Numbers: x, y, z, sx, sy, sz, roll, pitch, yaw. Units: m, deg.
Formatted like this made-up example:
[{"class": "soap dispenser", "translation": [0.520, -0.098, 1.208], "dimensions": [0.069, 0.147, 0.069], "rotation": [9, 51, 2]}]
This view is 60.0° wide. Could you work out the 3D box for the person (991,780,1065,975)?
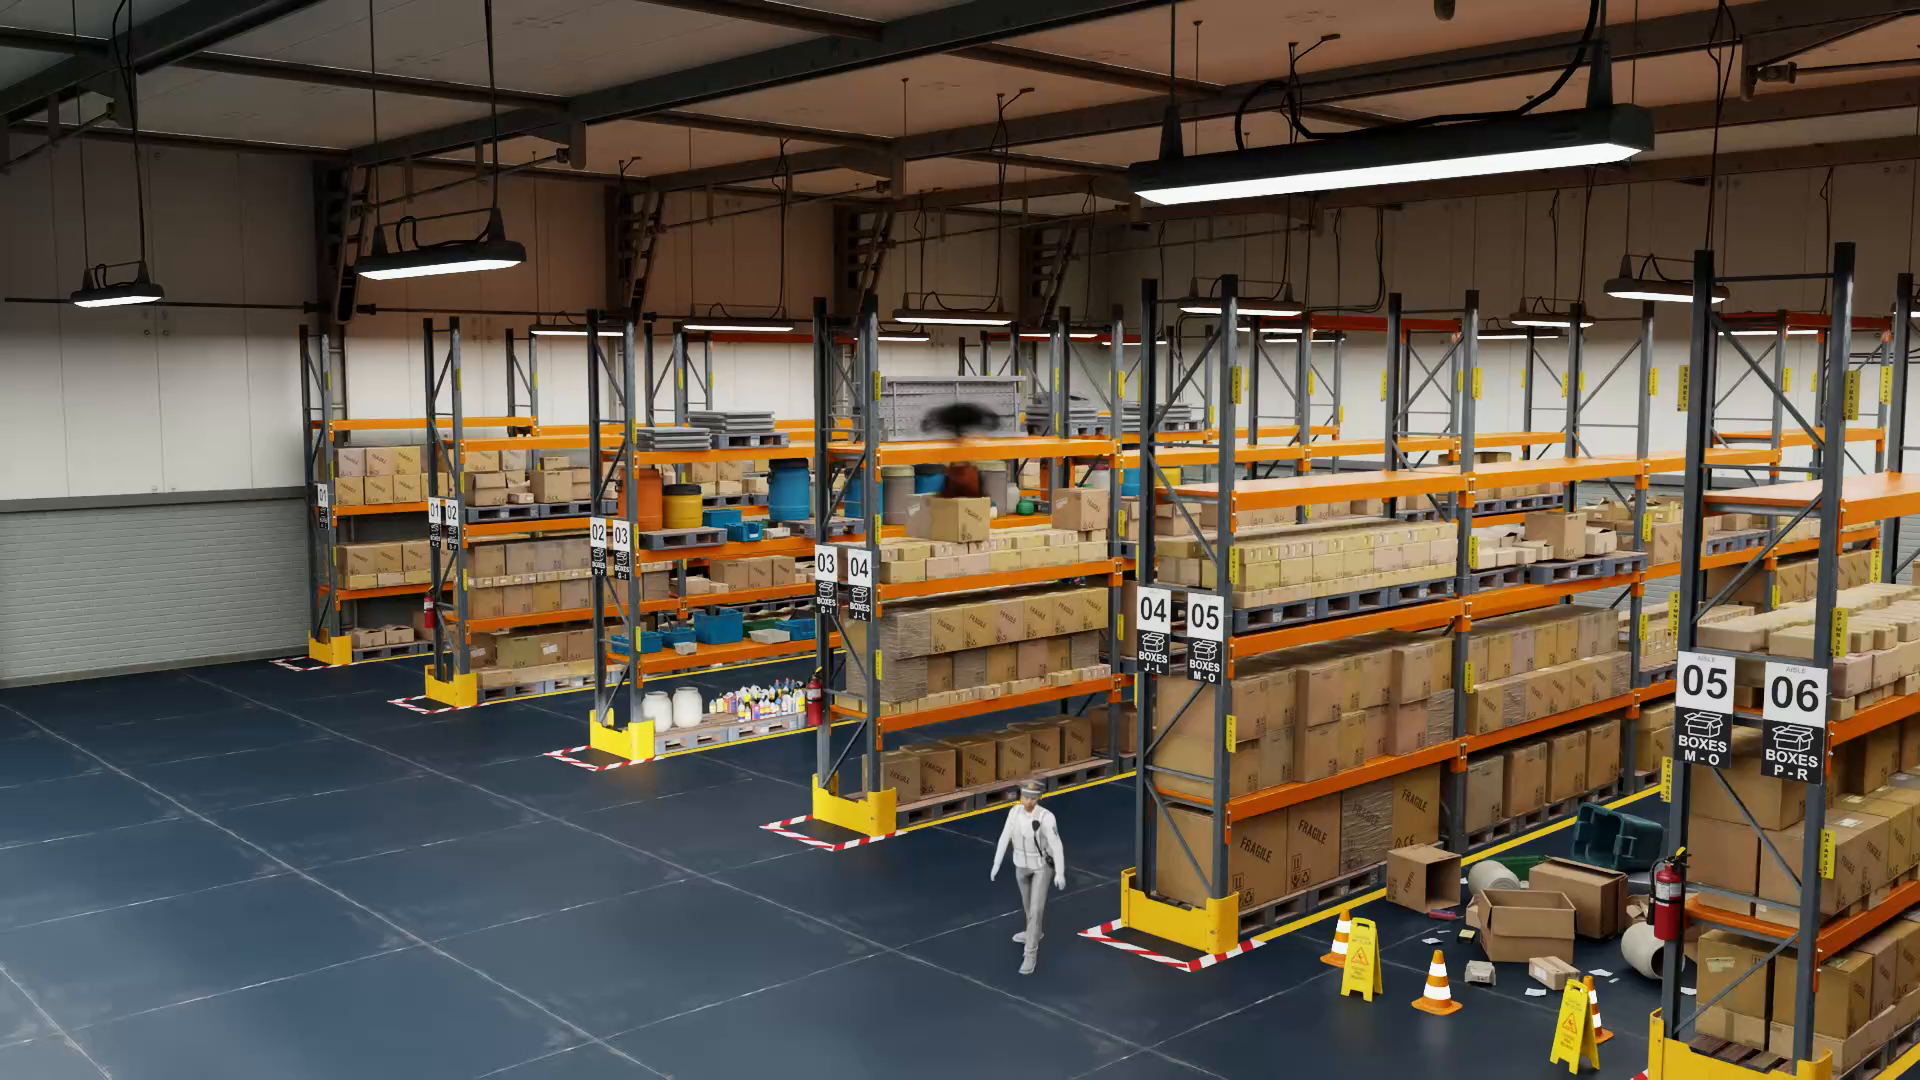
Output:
[{"class": "person", "translation": [0.626, 2.881, 14.638], "dimensions": [0.628, 1.631, 0.866], "rotation": [4, 7, 31]}]
